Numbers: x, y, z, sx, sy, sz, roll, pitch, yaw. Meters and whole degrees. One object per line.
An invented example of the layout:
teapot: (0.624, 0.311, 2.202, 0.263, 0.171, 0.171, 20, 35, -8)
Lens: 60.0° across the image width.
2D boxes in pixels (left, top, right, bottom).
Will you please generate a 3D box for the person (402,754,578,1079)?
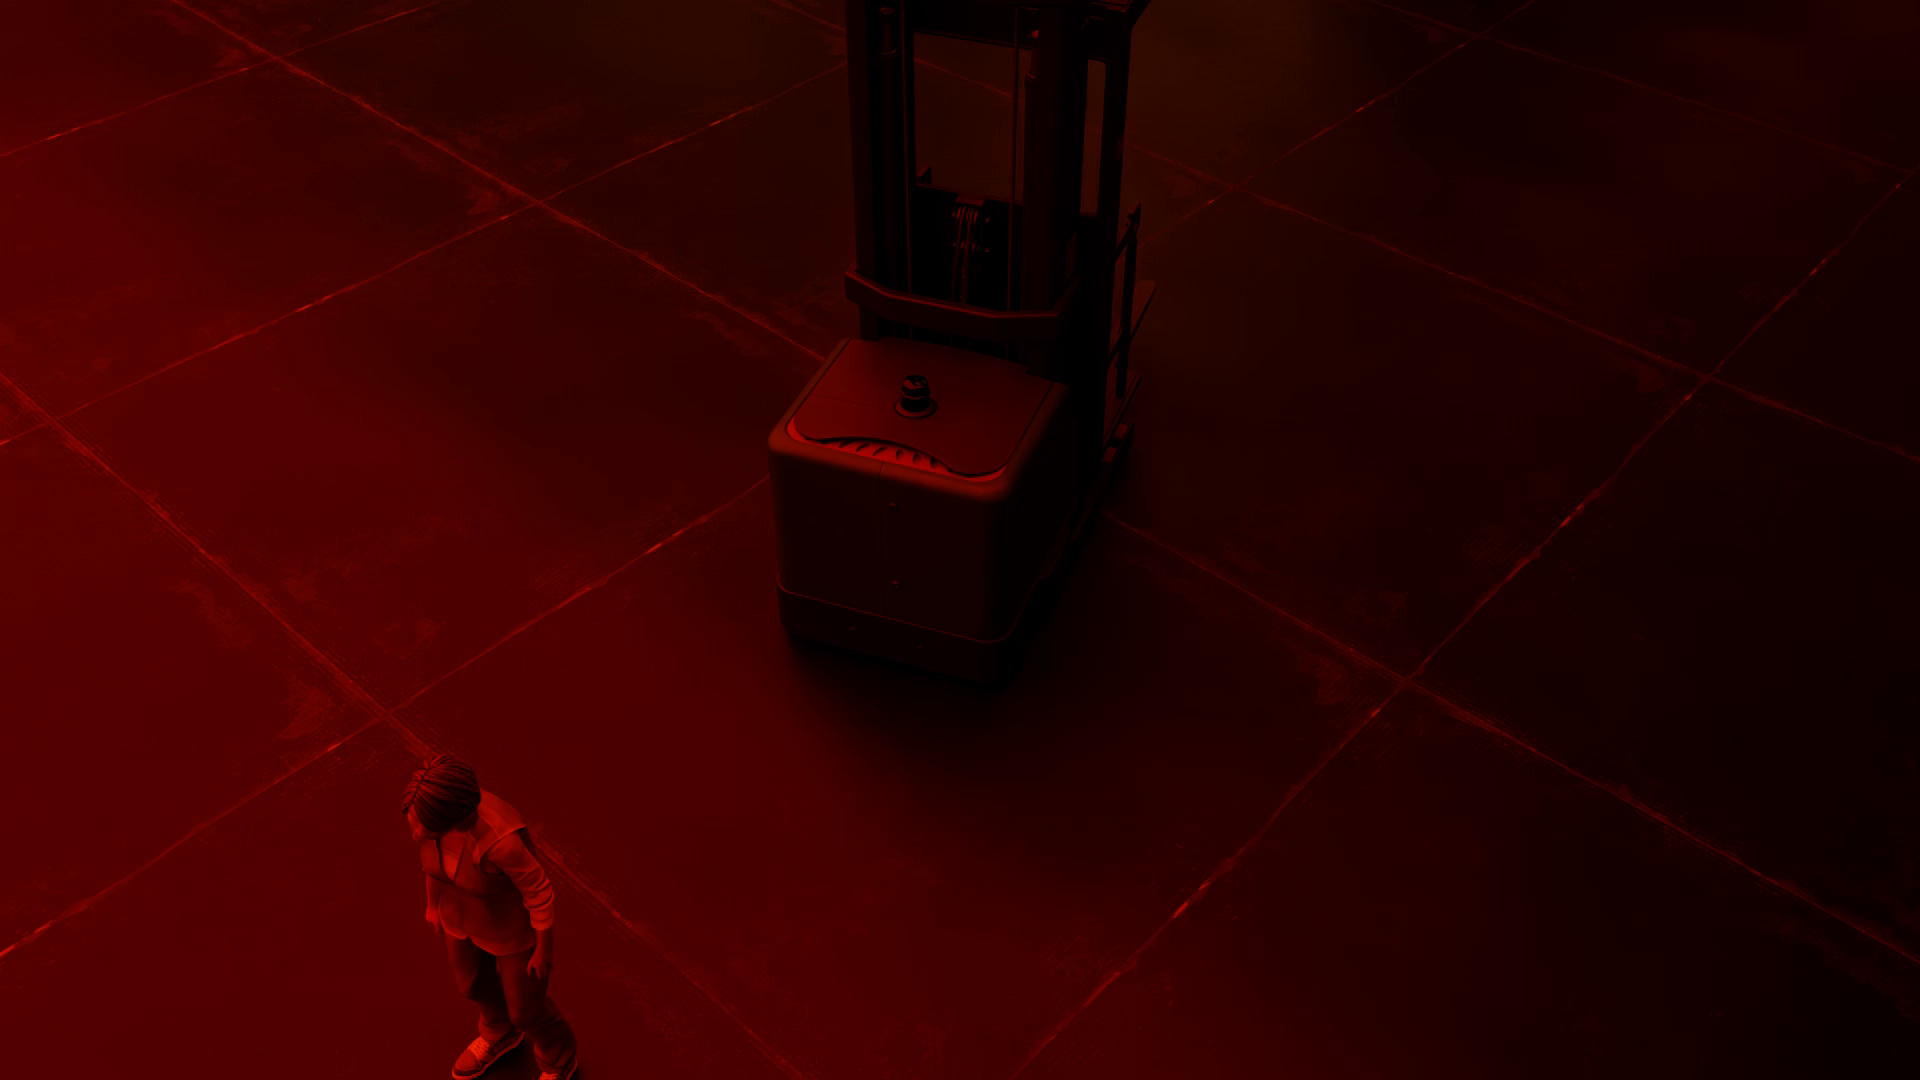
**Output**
person: (-1.431, 1.179, 5.084, 0.479, 1.591, 0.345, 18, 44, 19)

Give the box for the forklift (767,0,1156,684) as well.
forklift: (0.211, -1.484, 7.158, 1.130, 2.935, 3.031, 14, 42, 15)
